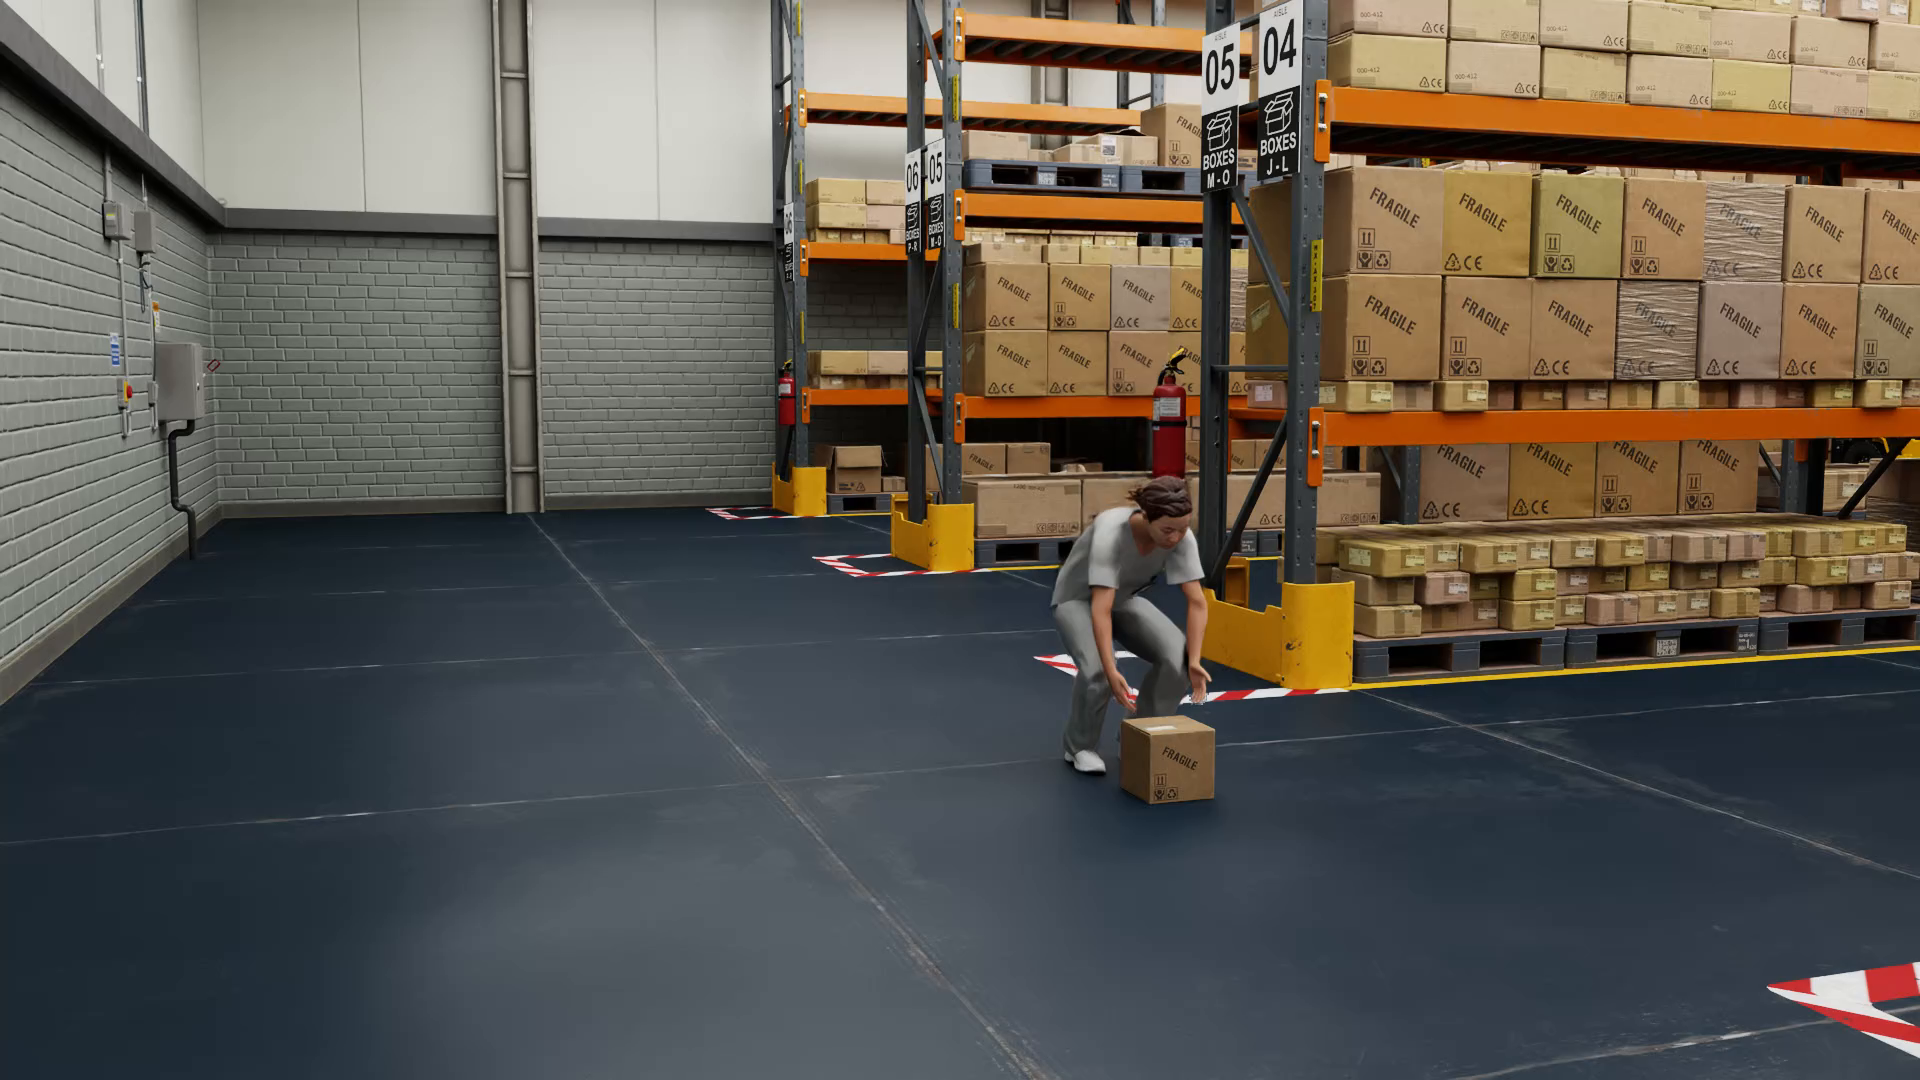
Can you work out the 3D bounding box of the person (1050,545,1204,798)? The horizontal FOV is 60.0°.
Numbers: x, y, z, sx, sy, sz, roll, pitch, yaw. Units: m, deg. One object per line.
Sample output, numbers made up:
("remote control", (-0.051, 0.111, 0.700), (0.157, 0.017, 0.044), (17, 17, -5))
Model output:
("person", (0.633, 0.459, 6.167), (0.464, 0.844, 0.854), (-2, 6, -21))
